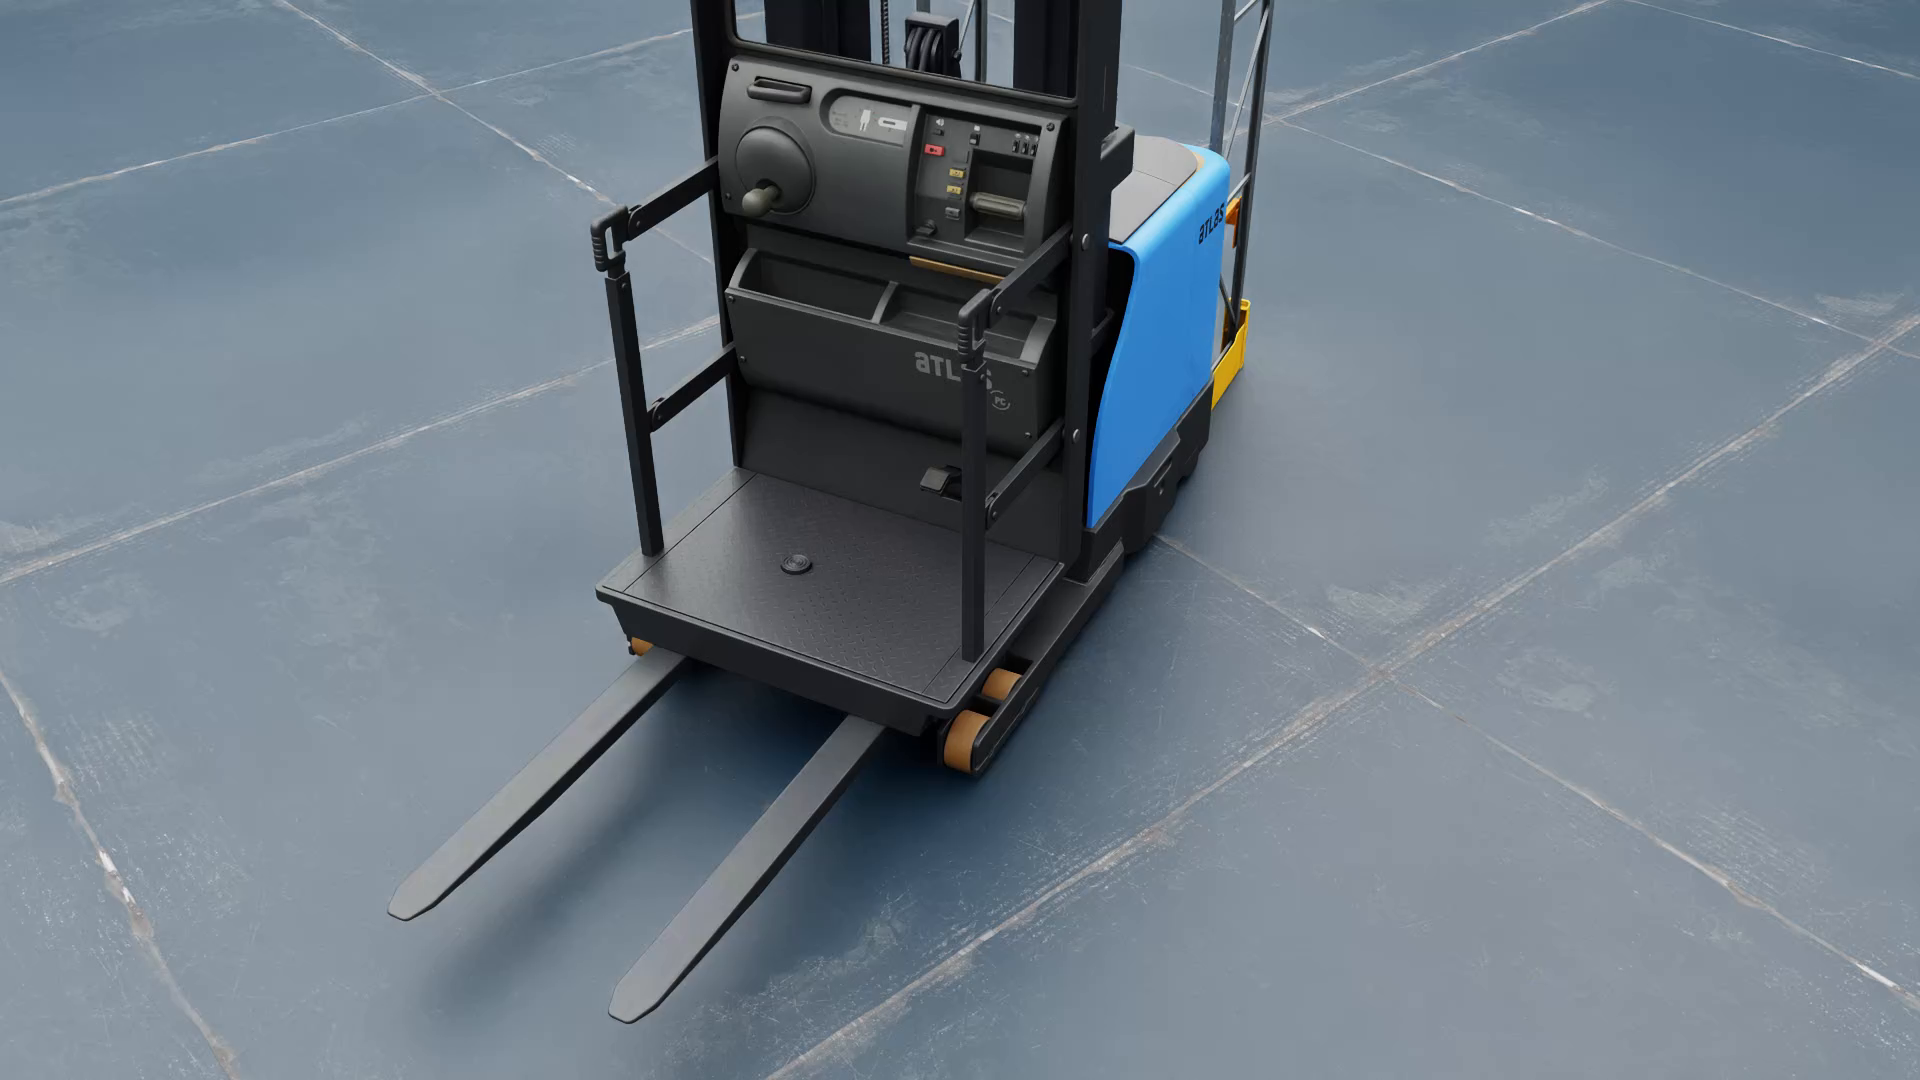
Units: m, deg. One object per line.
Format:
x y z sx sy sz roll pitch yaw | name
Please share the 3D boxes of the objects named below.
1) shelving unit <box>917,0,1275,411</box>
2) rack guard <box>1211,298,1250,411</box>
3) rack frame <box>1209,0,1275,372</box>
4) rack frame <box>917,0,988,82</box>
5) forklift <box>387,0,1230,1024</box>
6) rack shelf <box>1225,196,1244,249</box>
0.448 -1.255 5.724 1.083 1.500 0.587 15 38 20 | shelving unit
0.898 -0.623 5.913 0.087 0.250 0.587 15 38 20 | rack guard
0.900 -1.133 5.551 0.032 1.500 0.500 15 38 20 | rack frame
-0.021 -1.382 5.904 0.032 1.500 0.500 15 38 20 | rack frame
-0.286 -0.877 3.952 1.130 2.935 3.031 17 39 22 | forklift
0.440 -1.111 5.831 1.000 0.185 0.538 15 38 20 | rack shelf
